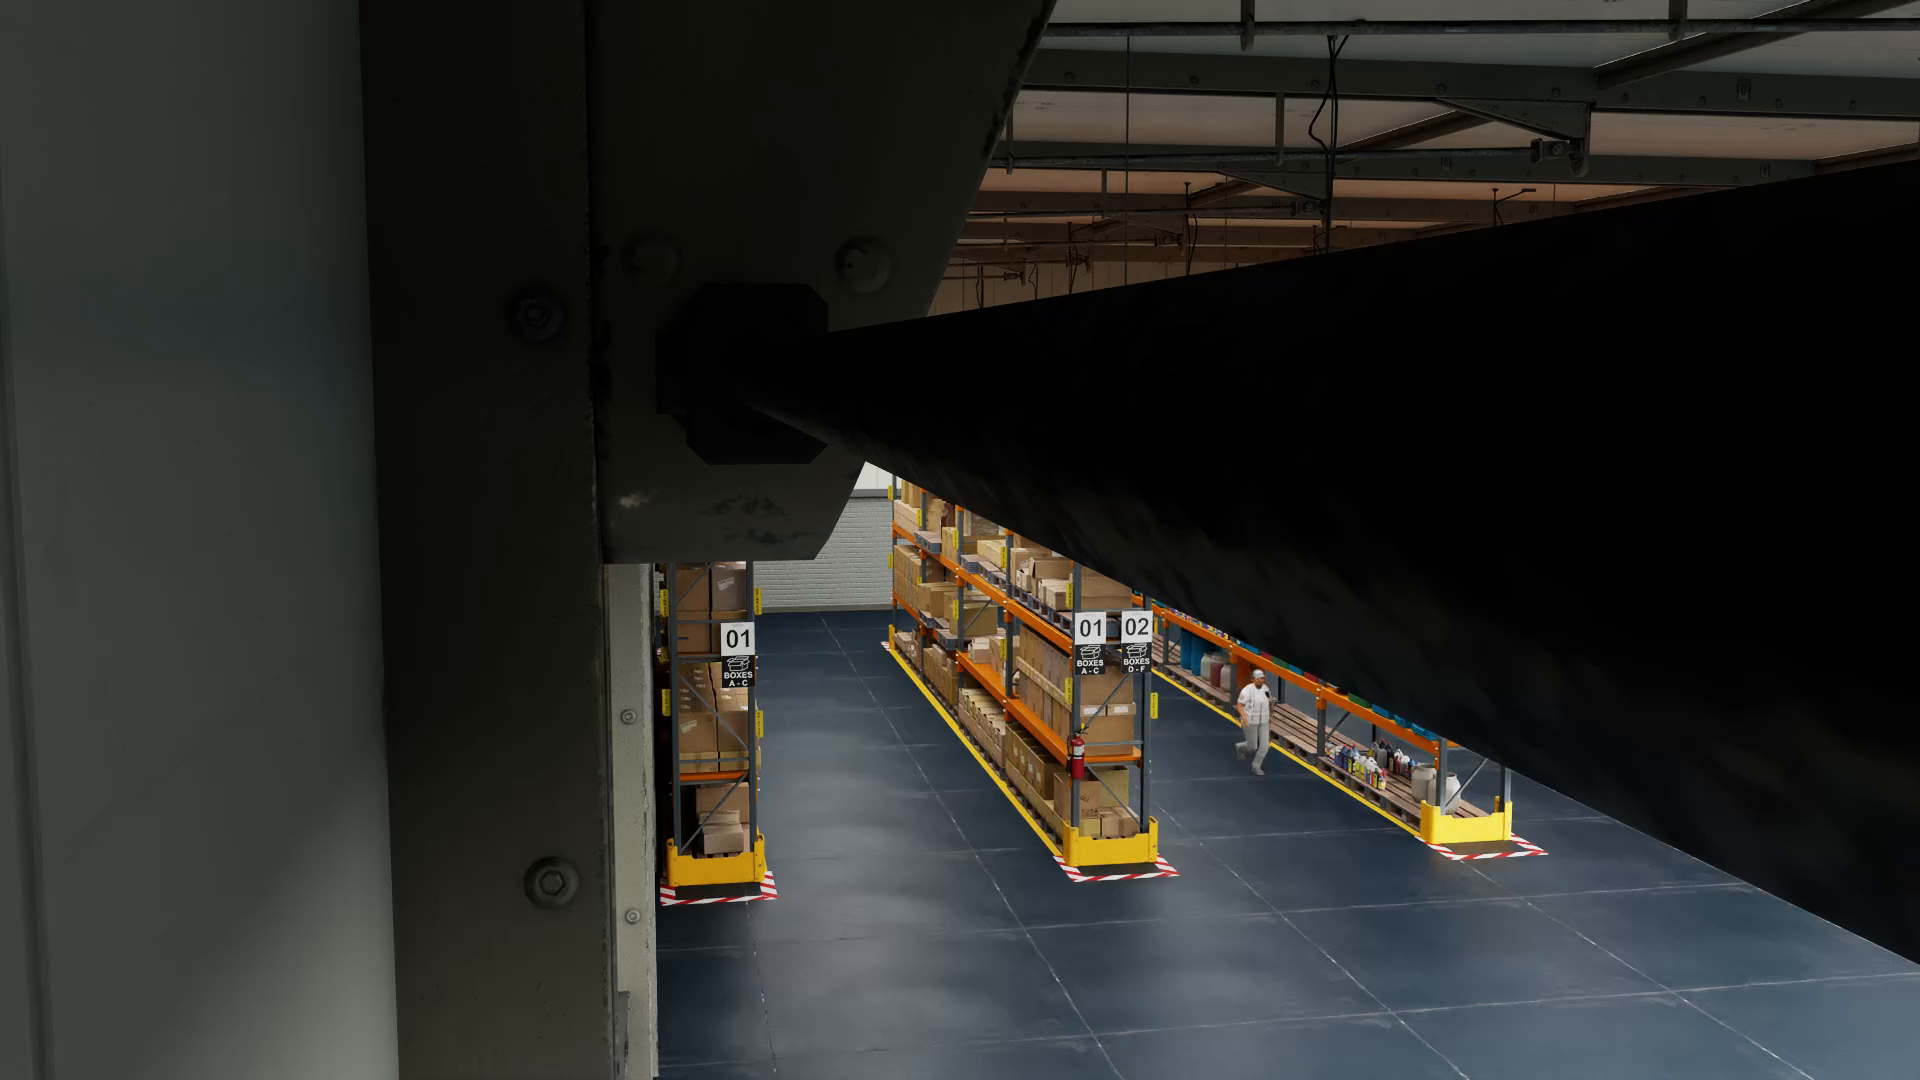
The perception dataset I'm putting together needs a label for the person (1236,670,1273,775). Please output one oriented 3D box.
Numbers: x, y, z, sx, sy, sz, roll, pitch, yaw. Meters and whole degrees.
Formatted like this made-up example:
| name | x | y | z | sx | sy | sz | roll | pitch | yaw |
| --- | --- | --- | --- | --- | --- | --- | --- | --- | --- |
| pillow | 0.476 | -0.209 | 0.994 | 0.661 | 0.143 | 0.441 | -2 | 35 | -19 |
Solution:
| name | x | y | z | sx | sy | sz | roll | pitch | yaw |
| --- | --- | --- | --- | --- | --- | --- | --- | --- | --- |
| person | 4.517 | 2.777 | 25.578 | 0.578 | 1.619 | 0.586 | -2 | 6 | -16 |
